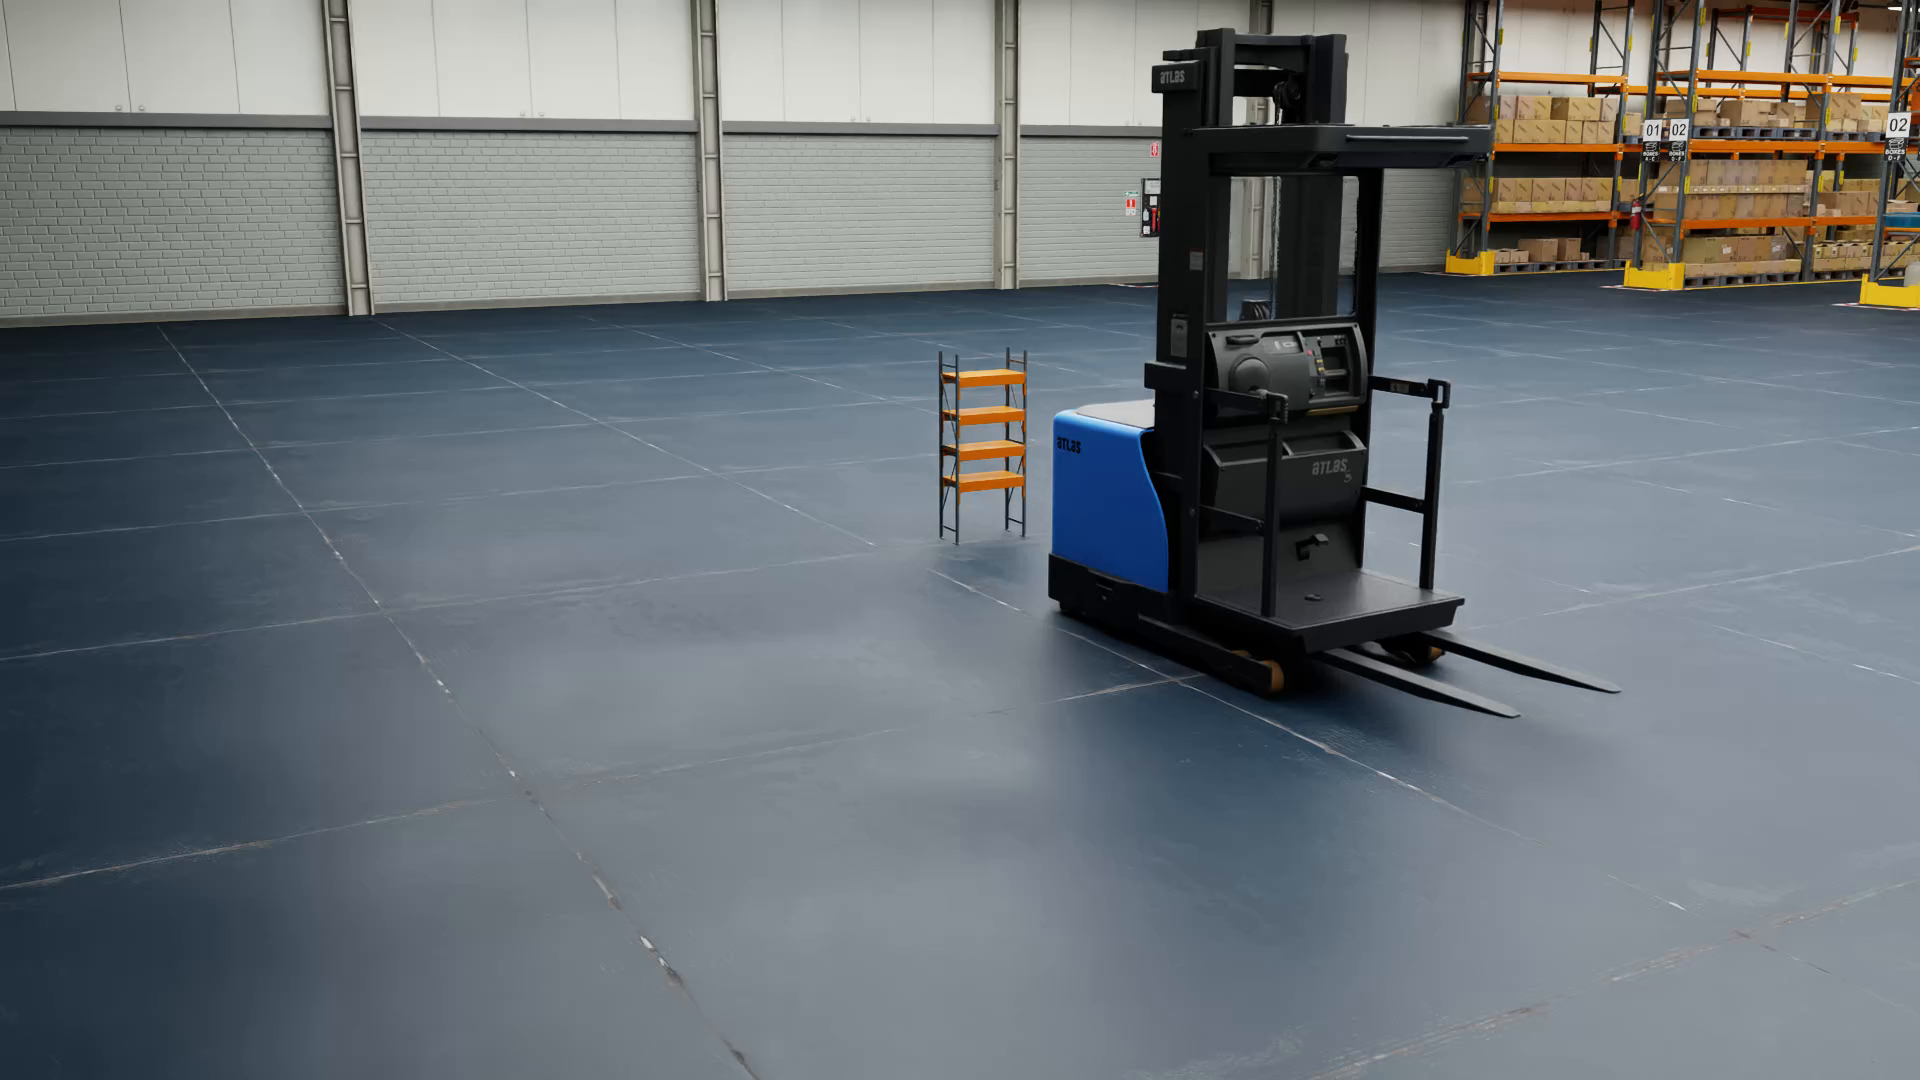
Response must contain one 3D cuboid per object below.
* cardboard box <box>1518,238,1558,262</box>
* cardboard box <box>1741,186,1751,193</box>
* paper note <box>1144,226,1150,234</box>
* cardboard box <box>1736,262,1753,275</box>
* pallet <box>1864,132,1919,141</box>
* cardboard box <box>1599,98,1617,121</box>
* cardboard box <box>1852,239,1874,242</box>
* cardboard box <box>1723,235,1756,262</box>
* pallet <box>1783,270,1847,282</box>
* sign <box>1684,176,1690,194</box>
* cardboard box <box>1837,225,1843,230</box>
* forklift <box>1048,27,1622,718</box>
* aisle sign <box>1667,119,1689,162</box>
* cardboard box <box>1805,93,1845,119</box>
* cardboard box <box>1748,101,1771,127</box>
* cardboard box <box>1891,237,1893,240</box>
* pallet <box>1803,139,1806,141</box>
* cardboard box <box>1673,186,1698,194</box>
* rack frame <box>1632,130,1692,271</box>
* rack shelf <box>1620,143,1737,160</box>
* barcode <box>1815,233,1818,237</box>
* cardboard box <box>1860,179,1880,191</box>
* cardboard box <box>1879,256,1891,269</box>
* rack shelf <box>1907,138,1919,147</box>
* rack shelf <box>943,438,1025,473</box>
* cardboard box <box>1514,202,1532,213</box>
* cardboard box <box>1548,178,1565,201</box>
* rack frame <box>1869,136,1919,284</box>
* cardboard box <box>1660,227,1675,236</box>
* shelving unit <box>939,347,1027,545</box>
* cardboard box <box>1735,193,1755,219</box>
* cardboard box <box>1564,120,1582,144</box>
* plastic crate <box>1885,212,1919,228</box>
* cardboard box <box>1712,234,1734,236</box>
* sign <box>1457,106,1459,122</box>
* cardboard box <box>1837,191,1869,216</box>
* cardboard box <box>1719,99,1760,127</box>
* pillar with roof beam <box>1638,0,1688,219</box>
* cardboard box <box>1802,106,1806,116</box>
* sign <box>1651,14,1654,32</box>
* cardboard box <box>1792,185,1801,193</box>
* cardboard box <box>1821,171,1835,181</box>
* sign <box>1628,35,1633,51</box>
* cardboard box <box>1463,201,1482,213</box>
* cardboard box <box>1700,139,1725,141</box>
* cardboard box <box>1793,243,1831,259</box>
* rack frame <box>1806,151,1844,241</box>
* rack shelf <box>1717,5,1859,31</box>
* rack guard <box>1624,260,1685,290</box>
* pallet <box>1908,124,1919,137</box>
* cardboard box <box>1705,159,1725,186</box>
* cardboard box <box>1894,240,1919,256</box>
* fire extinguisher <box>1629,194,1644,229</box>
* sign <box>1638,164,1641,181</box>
[{"bbox_3d":[13.051,-6.551,37.579,0.500,0.500,0.700,-8,15,-31],"label":"cardboard box"},{"bbox_3d":[15.406,-6.946,32.935,0.250,0.149,0.380,-7,14,-27],"label":"cardboard box"},{"bbox_3d":[3.790,-6.295,33.754,0.142,0.148,0.016,-7,14,-28],"label":"paper note"},{"bbox_3d":[15.504,-5.453,33.316,0.500,0.250,0.500,-7,14,-28],"label":"cardboard box"},{"bbox_3d":[20.078,-8.543,35.337,1.003,0.211,1.213,-6,14,-25],"label":"pallet"},{"bbox_3d":[14.433,-9.699,37.491,0.500,0.500,0.500,-8,15,-33],"label":"cardboard box"},{"bbox_3d":[19.573,-6.342,35.988,0.500,0.311,0.500,-7,15,-29],"label":"cardboard box"},{"bbox_3d":[15.504,-5.819,33.233,0.500,0.500,0.500,-7,14,-28],"label":"cardboard box"},{"bbox_3d":[17.748,-5.565,34.854,1.213,0.211,1.003,-7,14,-28],"label":"pallet"},{"bbox_3d":[13.870,-6.772,31.718,0.005,0.325,0.100,-7,14,-28],"label":"sign"},{"bbox_3d":[22.941,-8.103,43.043,0.250,0.149,0.380,-7,15,-30],"label":"cardboard box"},{"bbox_3d":[1.665,-0.841,7.672,1.130,2.935,3.031,-8,15,-30],"label":"forklift"},{"bbox_3d":[13.698,-7.621,31.722,0.004,0.787,0.394,-7,14,-28],"label":"aisle sign"},{"bbox_3d":[17.680,-8.858,33.983,0.500,0.500,0.500,-7,14,-27],"label":"cardboard box"},{"bbox_3d":[15.614,-8.478,33.106,0.637,0.503,0.797,-5,14,-22],"label":"cardboard box"},{"bbox_3d":[23.829,-7.843,43.365,0.500,0.500,0.700,-7,15,-30],"label":"cardboard box"},{"bbox_3d":[20.984,-9.900,41.371,1.217,0.209,0.805,-8,15,-30],"label":"pallet"},{"bbox_3d":[14.057,-6.784,32.217,0.250,0.149,0.380,-7,14,-28],"label":"cardboard box"},{"bbox_3d":[13.609,-6.419,32.300,0.127,3.000,1.000,-7,14,-28],"label":"rack frame"},{"bbox_3d":[16.499,-9.117,39.095,4.000,0.370,1.077,-7,14,-28],"label":"rack shelf"},{"bbox_3d":[17.543,-6.250,34.053,0.075,0.075,0.001,-7,14,-28],"label":"barcode"},{"bbox_3d":[22.892,-8.912,42.693,0.700,0.700,0.980,-7,15,-29],"label":"cardboard box"},{"bbox_3d":[19.392,-5.914,35.364,0.500,0.250,0.500,-6,14,-27],"label":"cardboard box"},{"bbox_3d":[17.735,-6.787,28.741,4.000,0.370,1.077,-7,14,-28],"label":"rack shelf"},{"bbox_3d":[0.145,-0.537,10.570,0.480,0.148,0.258,-7,14,-28],"label":"rack shelf"},{"bbox_3d":[12.262,-7.357,36.766,0.500,0.250,0.500,-7,15,-30],"label":"cardboard box"},{"bbox_3d":[13.138,-7.828,37.148,0.500,0.500,0.500,-6,14,-26],"label":"cardboard box"},{"bbox_3d":[15.979,-5.464,28.057,0.127,3.000,1.000,-7,14,-28],"label":"rack frame"},{"bbox_3d":[16.668,-7.387,39.585,0.500,0.250,0.500,-7,14,-28],"label":"cardboard box"},{"bbox_3d":[0.145,-0.603,10.555,0.503,1.200,0.258,-7,14,-28],"label":"shelving unit"},{"bbox_3d":[15.382,-6.678,33.222,0.500,0.500,0.700,-6,14,-26],"label":"cardboard box"},{"bbox_3d":[13.500,-9.099,37.103,0.500,0.500,0.500,-7,15,-30],"label":"cardboard box"},{"bbox_3d":[16.275,-5.502,28.563,0.616,0.251,0.499,-7,14,-28],"label":"plastic crate"},{"bbox_3d":[15.685,-5.975,33.927,0.500,0.500,0.500,-7,14,-28],"label":"cardboard box"},{"bbox_3d":[10.984,-9.378,36.598,0.005,0.325,0.100,-7,14,-28],"label":"sign"},{"bbox_3d":[18.704,-7.074,34.984,0.500,0.500,0.500,-7,14,-28],"label":"cardboard box"},{"bbox_3d":[15.198,-8.326,32.440,0.500,0.500,0.500,-7,14,-28],"label":"cardboard box"},{"bbox_3d":[18.761,-10.342,36.068,0.548,9.000,9.100,-7,14,-28],"label":"pillar with roof beam"},{"bbox_3d":[20.930,-10.661,41.380,0.500,0.250,0.500,-6,14,-24],"label":"cardboard box"},{"bbox_3d":[13.362,-9.946,32.001,0.005,0.325,0.100,-7,14,-28],"label":"sign"},{"bbox_3d":[16.766,-7.110,33.663,0.250,0.149,0.380,-7,15,-29],"label":"cardboard box"},{"bbox_3d":[21.478,-9.107,41.584,0.500,0.250,0.500,-6,14,-26],"label":"cardboard box"},{"bbox_3d":[14.987,-11.109,37.167,0.005,0.325,0.100,-7,14,-28],"label":"sign"},{"bbox_3d":[11.550,-7.396,36.939,0.500,0.250,0.500,-7,14,-27],"label":"cardboard box"},{"bbox_3d":[17.752,-9.517,39.390,0.500,0.311,0.500,-7,14,-28],"label":"cardboard box"},{"bbox_3d":[17.602,-5.972,34.344,0.500,0.311,0.500,-7,14,-28],"label":"cardboard box"},{"bbox_3d":[21.765,-8.636,42.150,0.127,3.000,1.000,-7,14,-28],"label":"rack frame"},{"bbox_3d":[20.010,-12.623,40.270,4.000,0.370,1.077,-7,14,-28],"label":"rack shelf"},{"bbox_3d":[13.588,-5.197,32.563,0.348,0.500,1.175,-7,14,-28],"label":"rack guard"},{"bbox_3d":[16.752,-6.904,28.051,1.213,0.211,1.003,-7,14,-28],"label":"pallet"},{"bbox_3d":[14.530,-7.209,32.629,0.500,0.500,0.700,-7,15,-29],"label":"cardboard box"},{"bbox_3d":[20.289,-6.295,35.778,0.500,0.311,0.500,-6,14,-26],"label":"cardboard box"},{"bbox_3d":[13.283,-6.458,32.651,0.183,0.674,0.296,-7,14,-28],"label":"fire extinguisher"},{"bbox_3d":[13.361,-7.206,32.618,0.005,0.325,0.100,-7,14,-28],"label":"sign"}]
